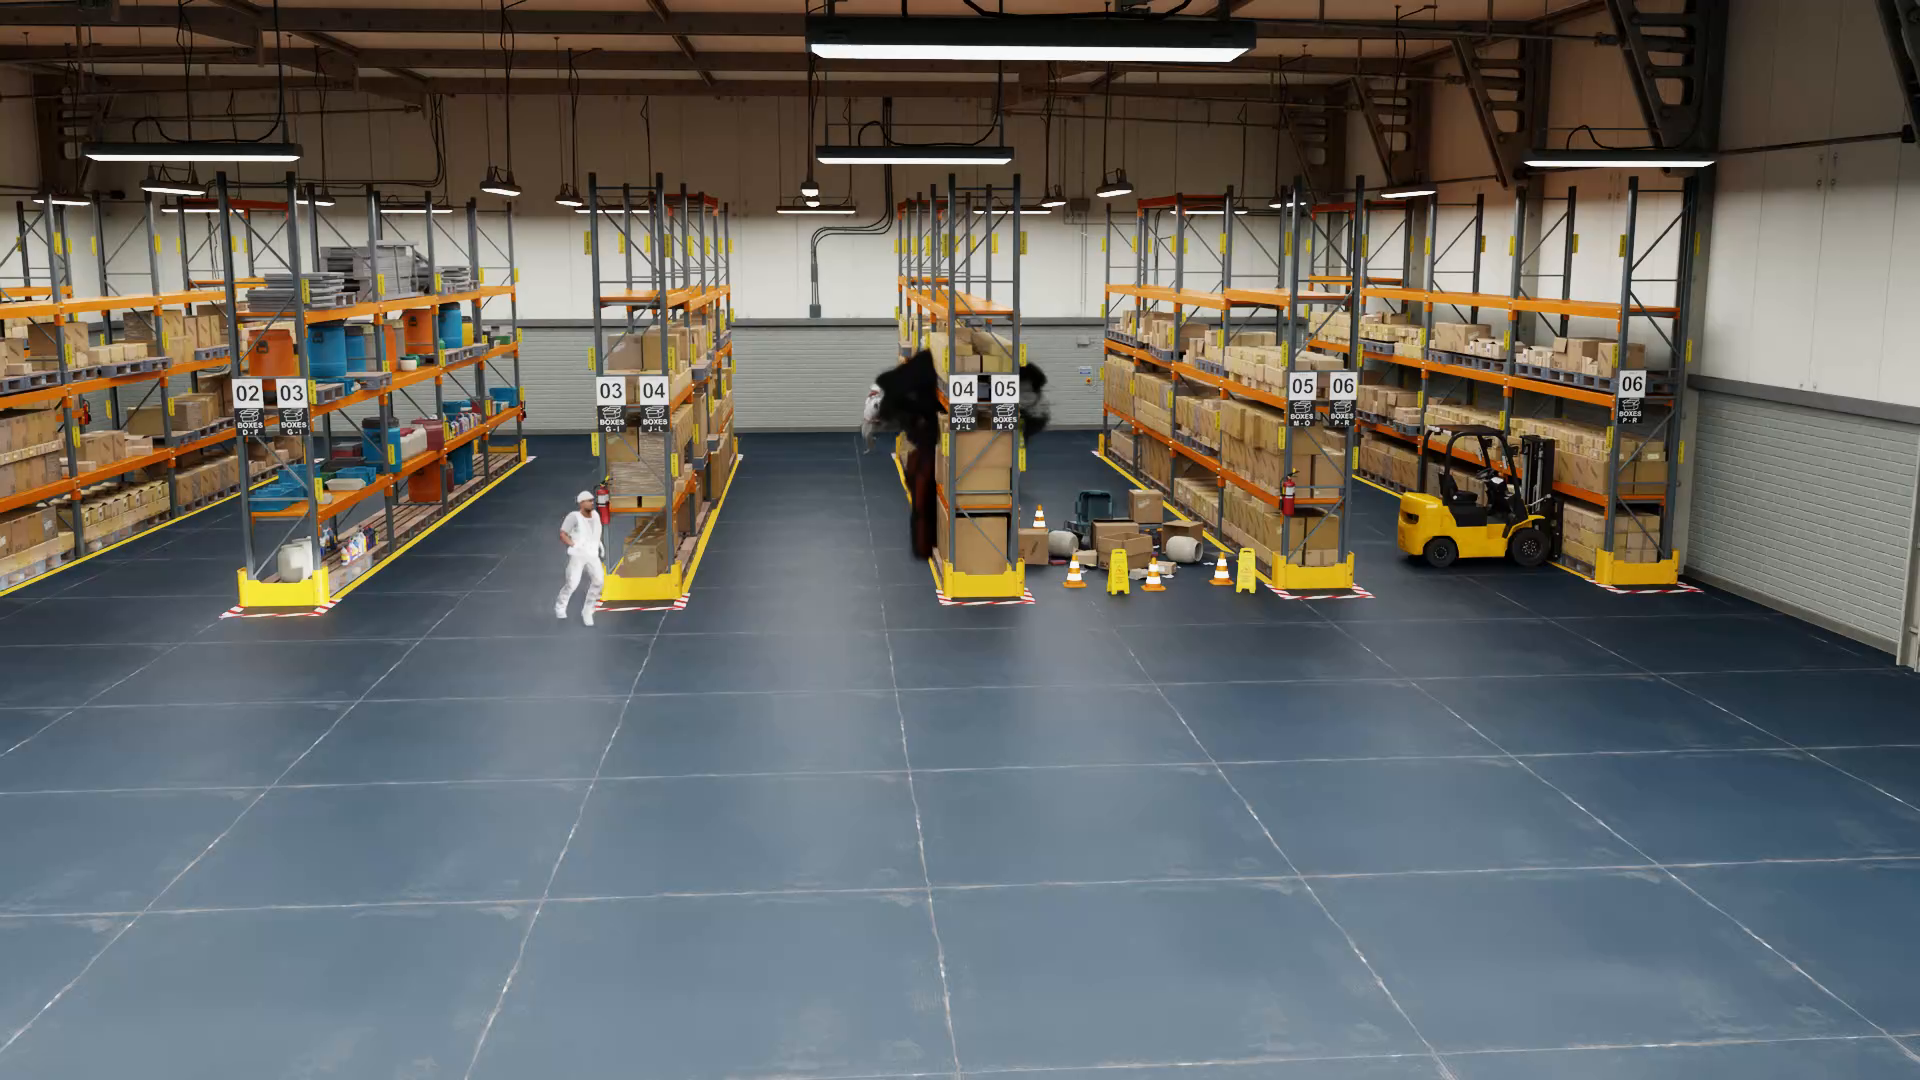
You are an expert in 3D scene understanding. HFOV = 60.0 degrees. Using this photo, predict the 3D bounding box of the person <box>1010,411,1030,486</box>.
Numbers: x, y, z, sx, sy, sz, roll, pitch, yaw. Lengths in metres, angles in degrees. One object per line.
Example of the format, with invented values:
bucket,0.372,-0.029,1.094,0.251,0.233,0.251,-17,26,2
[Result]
person,1.133,-1.999,34.993,0.682,1.716,0.700,-1,10,-6

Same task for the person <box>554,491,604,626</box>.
person,-5.055,0.237,22.389,0.679,1.789,0.743,10,14,43

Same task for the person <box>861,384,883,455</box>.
person,-2.097,-2.922,40.328,0.554,1.731,0.697,-9,14,-42
